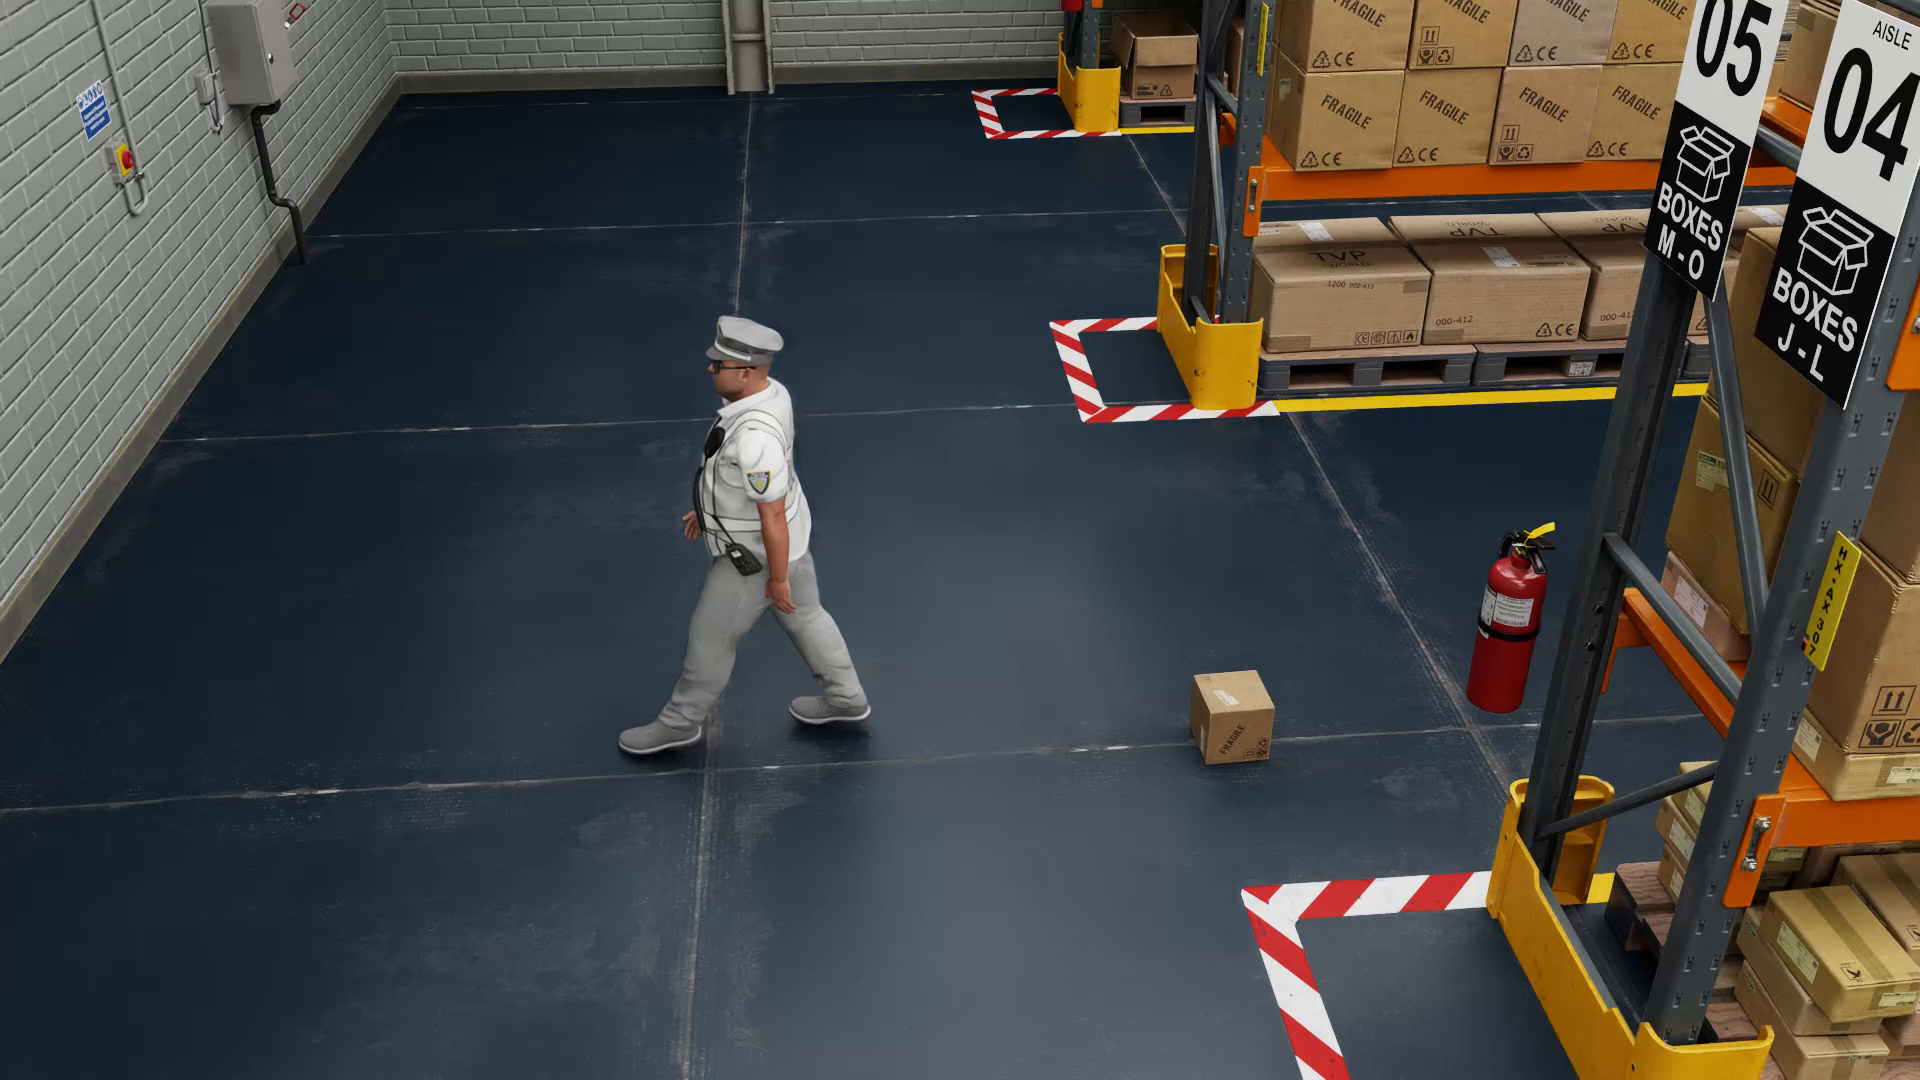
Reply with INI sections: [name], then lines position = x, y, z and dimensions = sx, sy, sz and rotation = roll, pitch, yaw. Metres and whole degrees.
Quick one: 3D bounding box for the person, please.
[person]
position = -0.835, -0.009, 6.103
dimensions = 0.965, 1.734, 0.550
rotation = 1, 31, 2
